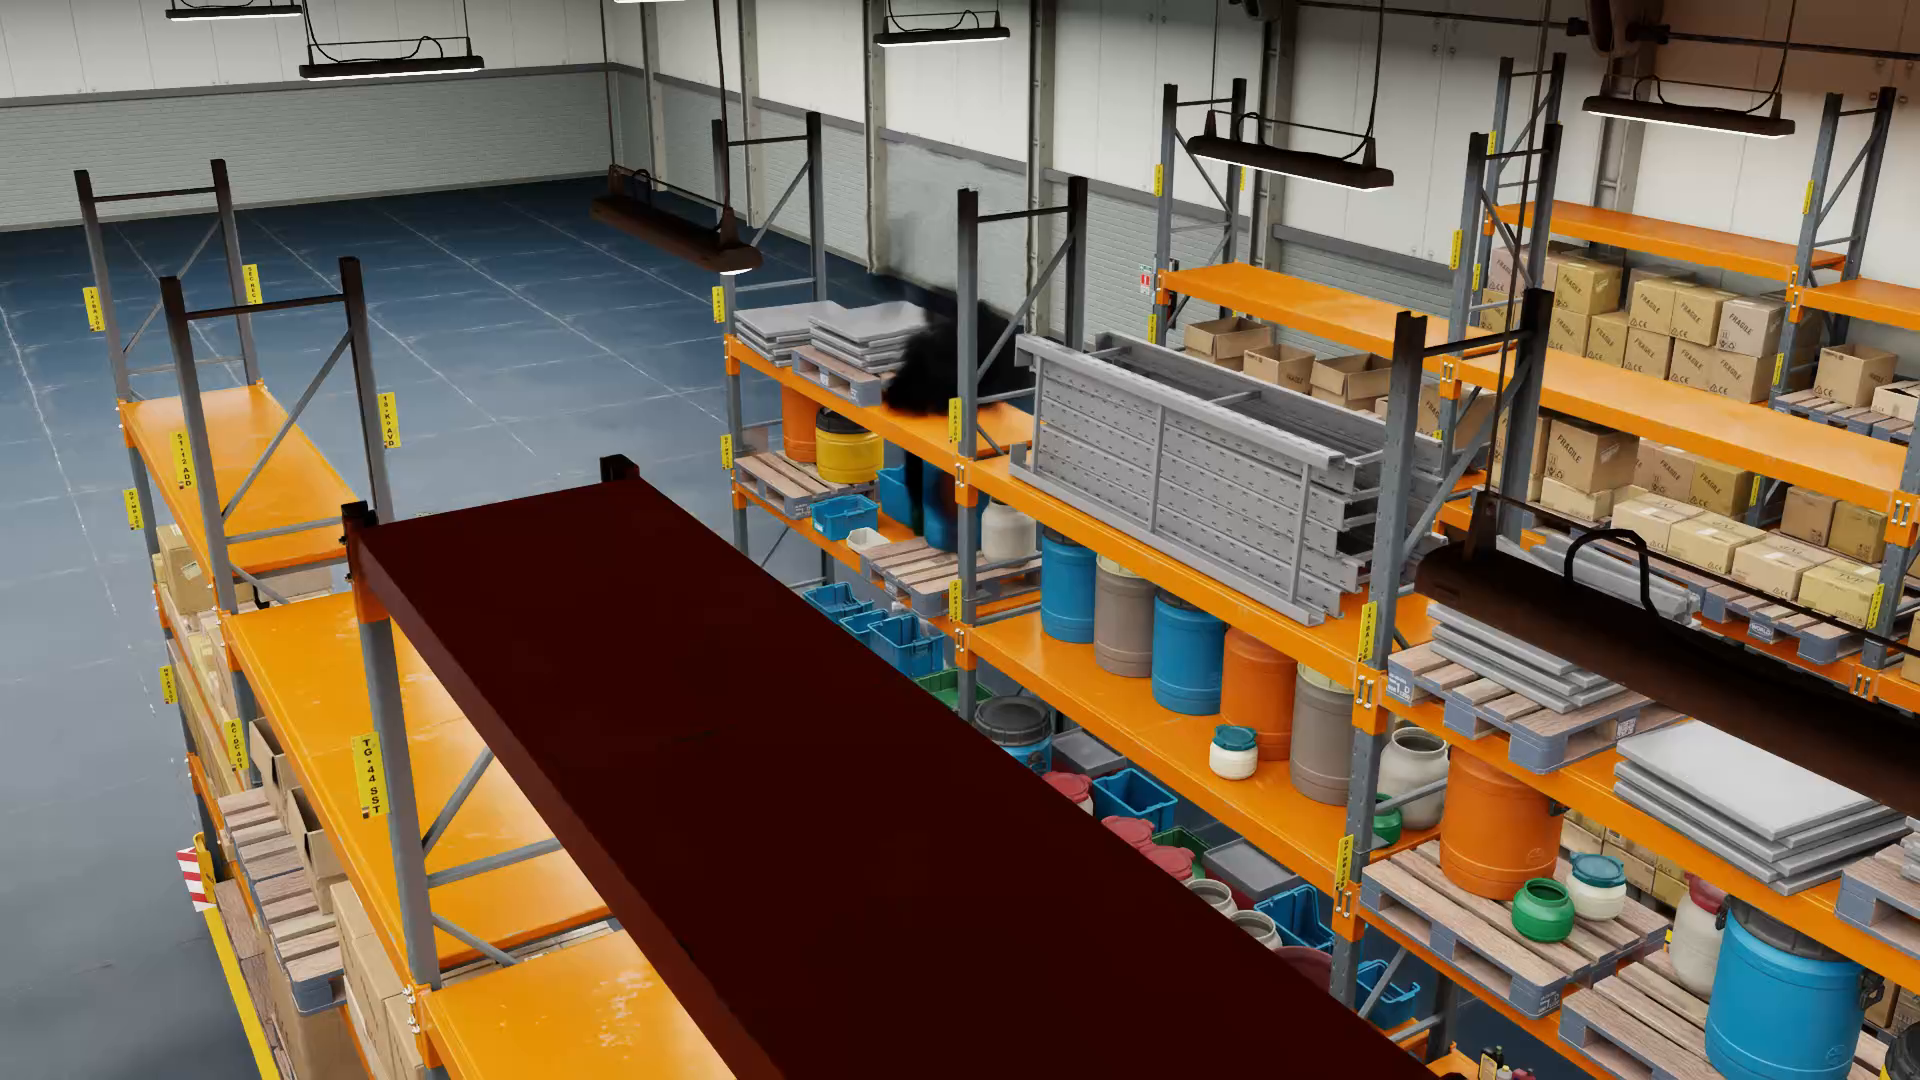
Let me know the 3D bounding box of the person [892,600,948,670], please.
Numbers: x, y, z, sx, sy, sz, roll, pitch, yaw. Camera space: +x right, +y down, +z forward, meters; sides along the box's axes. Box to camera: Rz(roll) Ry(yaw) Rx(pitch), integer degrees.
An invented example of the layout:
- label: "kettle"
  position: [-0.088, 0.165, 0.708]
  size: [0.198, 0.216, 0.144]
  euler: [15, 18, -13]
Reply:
- label: "person"
  position: [-0.418, 0.851, 17.091]
  size: [0.614, 1.740, 0.616]
  euler: [12, 25, 27]

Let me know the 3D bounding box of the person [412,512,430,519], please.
- label: "person"
  position: [-5.537, 0.585, 17.588]
  size: [0.800, 1.828, 0.666]
  euler: [1, 22, 3]
